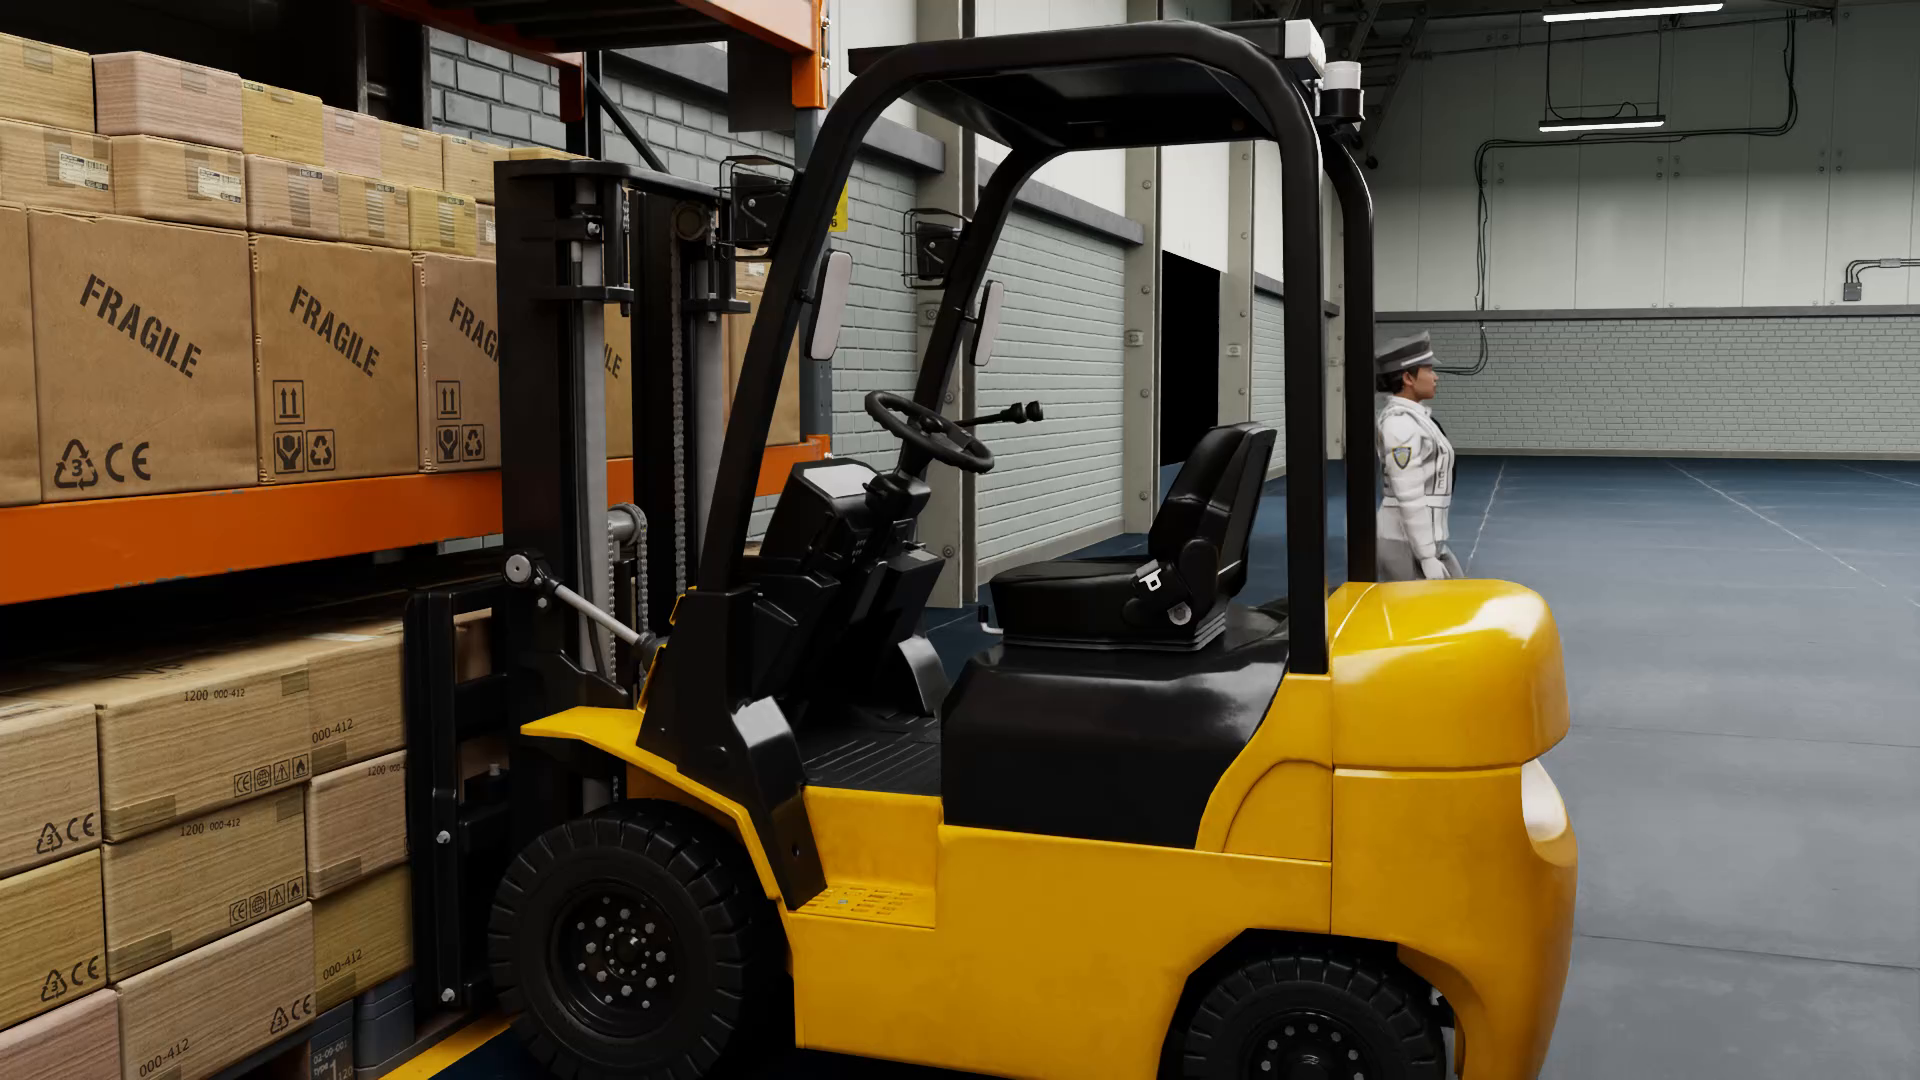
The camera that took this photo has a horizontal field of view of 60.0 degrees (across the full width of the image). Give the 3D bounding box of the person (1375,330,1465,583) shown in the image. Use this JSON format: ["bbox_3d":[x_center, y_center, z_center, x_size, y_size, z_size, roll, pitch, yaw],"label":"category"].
[{"bbox_3d":[1.775,0.047,6.401,0.433,1.697,0.484,2,6,20],"label":"person"}]
